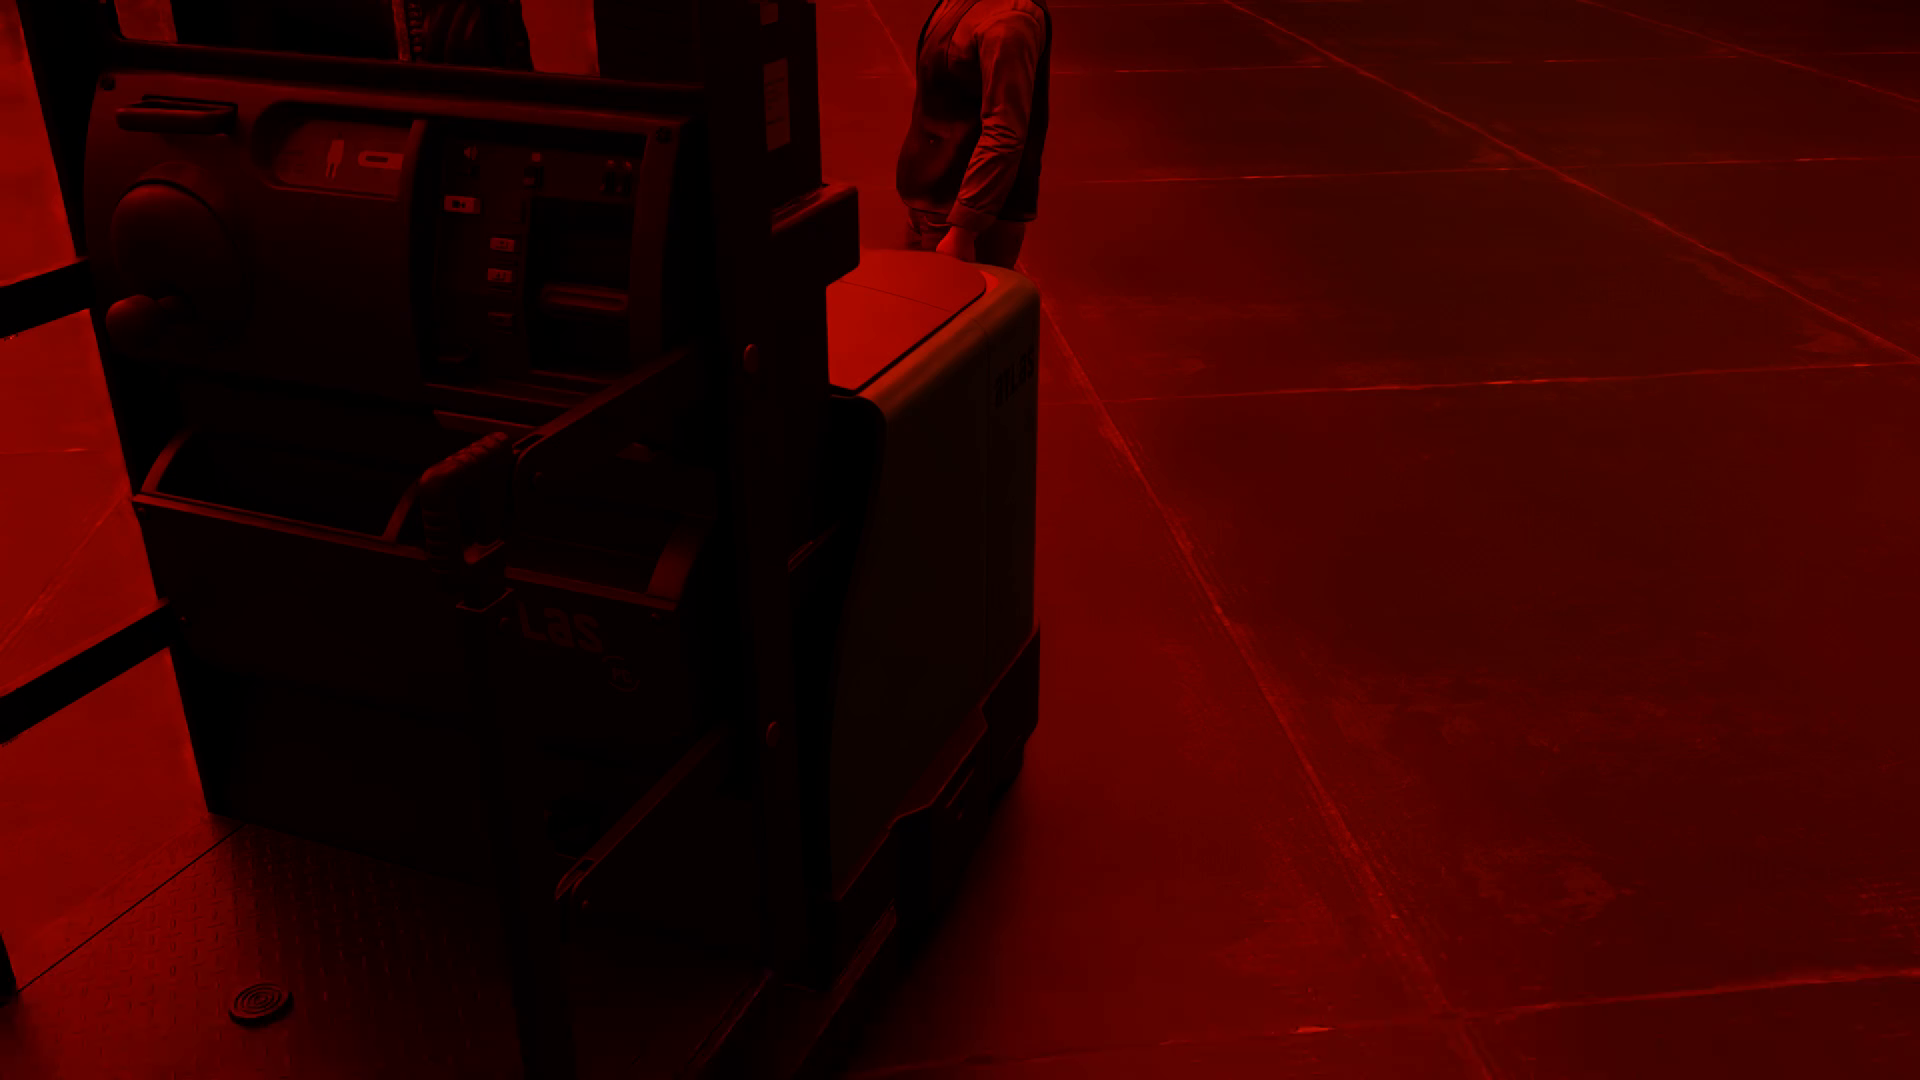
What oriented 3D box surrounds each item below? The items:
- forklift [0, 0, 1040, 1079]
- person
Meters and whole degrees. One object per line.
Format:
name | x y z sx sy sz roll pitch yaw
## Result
forklift | -0.851 -0.367 1.991 1.130 2.935 3.031 10 27 20
person | -0.063 -0.818 4.211 0.567 1.721 0.633 -3 26 -7
